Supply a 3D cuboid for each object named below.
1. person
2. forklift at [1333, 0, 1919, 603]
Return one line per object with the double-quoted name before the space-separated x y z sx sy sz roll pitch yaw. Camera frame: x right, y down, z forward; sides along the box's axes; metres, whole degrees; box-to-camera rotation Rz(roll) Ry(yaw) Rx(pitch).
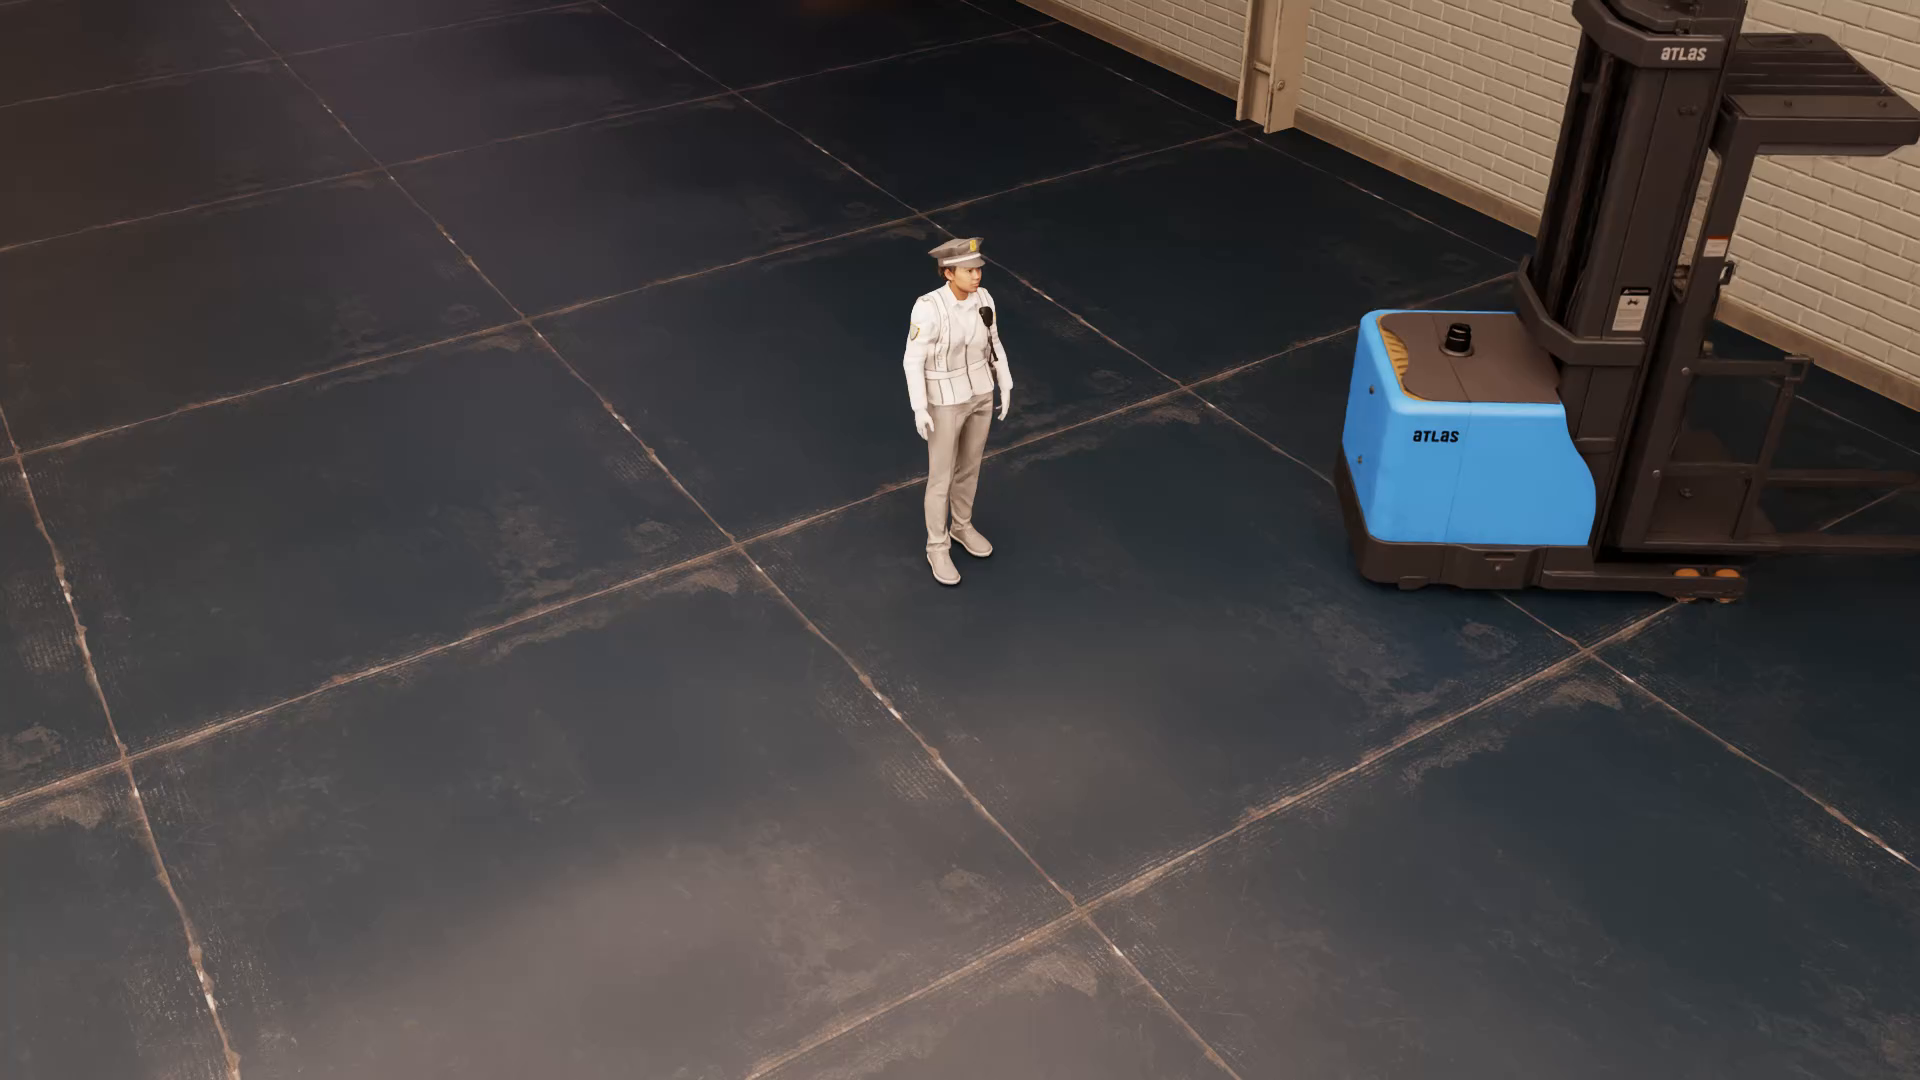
"person" 0.031 -0.664 8.155 0.586 1.694 0.530 -21 40 -27
"forklift" 3.531 -1.201 7.857 3.031 2.935 1.130 1 35 2
